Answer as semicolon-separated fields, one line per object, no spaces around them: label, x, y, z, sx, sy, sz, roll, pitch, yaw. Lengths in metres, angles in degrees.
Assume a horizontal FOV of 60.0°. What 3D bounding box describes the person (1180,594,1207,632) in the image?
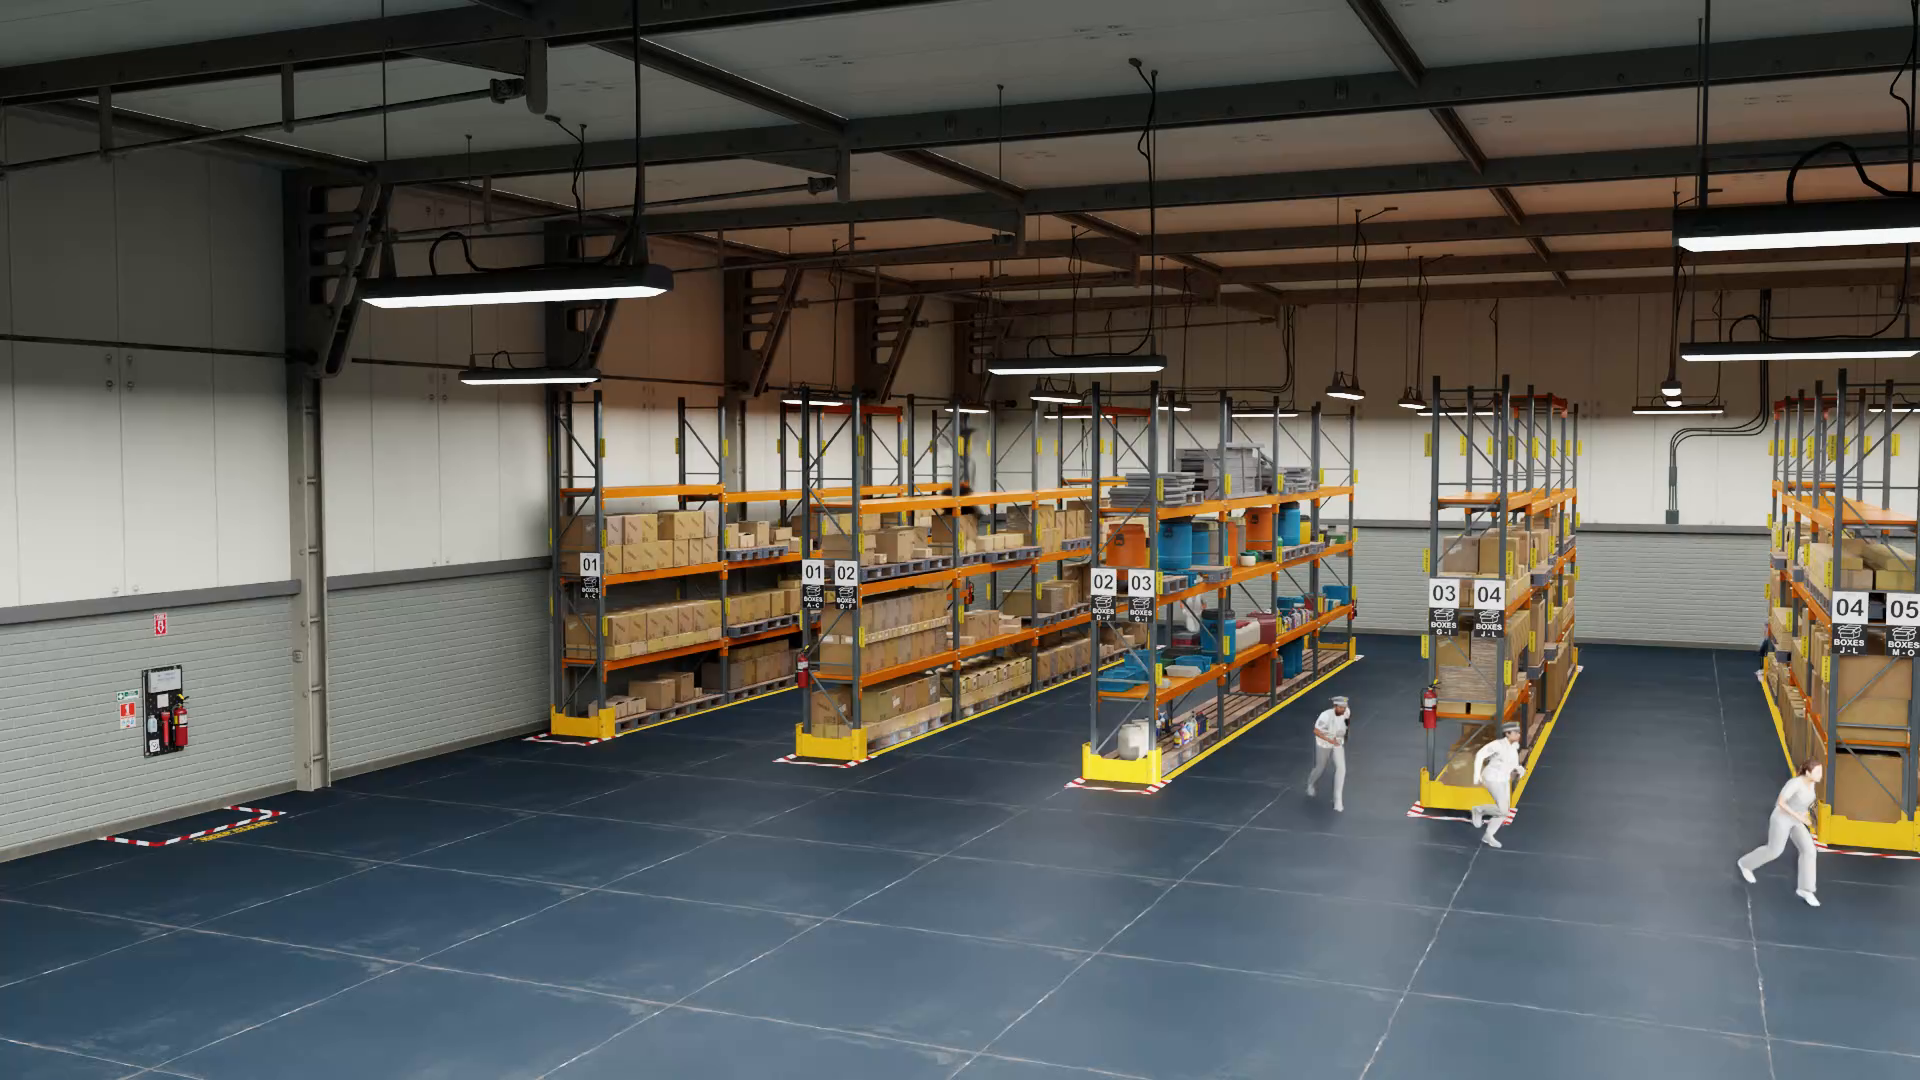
person;5.702;1.884;40.638;0.658;1.751;0.947;0;3;4

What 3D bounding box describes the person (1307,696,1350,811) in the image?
person;5.160;2.947;23.368;0.595;1.625;0.987;-1;3;-18

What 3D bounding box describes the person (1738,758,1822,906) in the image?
person;9.191;3.194;18.604;0.601;1.624;1.005;-2;4;-35

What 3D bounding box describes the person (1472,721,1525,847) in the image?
person;6.787;3.055;20.956;0.607;1.618;0.683;-3;4;-40

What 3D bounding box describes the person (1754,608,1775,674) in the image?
person;17.969;2.213;36.663;0.746;1.578;0.581;0;3;8
